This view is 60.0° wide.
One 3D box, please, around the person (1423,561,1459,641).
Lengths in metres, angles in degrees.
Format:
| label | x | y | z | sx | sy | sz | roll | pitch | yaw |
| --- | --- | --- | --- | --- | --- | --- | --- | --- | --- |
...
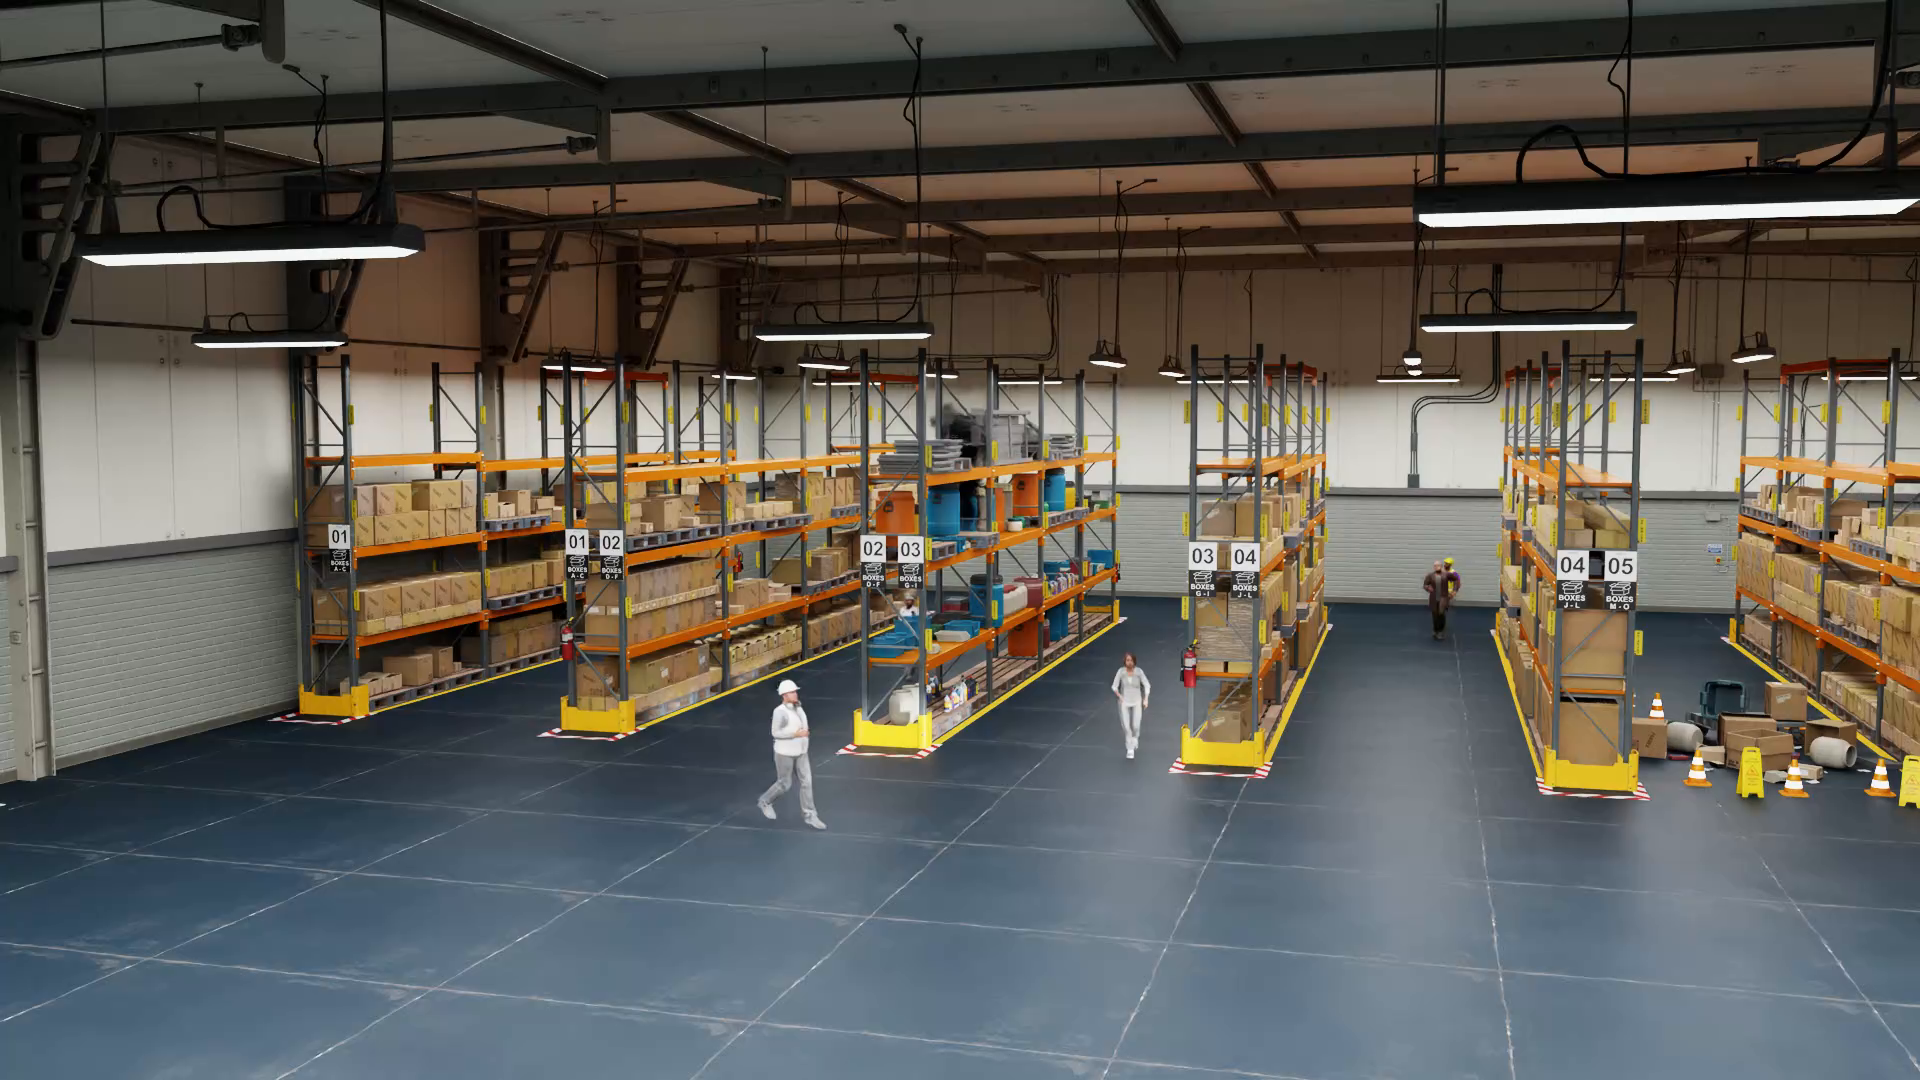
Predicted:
| label | x | y | z | sx | sy | sz | roll | pitch | yaw |
| --- | --- | --- | --- | --- | --- | --- | --- | --- | --- |
| person | 10.672 | 1.346 | 36.966 | 0.731 | 1.770 | 0.932 | 2 | 5 | 29 |

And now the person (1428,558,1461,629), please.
| label | x | y | z | sx | sy | sz | roll | pitch | yaw |
| --- | --- | --- | --- | --- | --- | --- | --- | --- | --- |
| person | 11.188 | 1.255 | 38.619 | 0.576 | 1.708 | 0.761 | -1 | 4 | -13 |

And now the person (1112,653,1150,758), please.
| label | x | y | z | sx | sy | sz | roll | pitch | yaw |
| --- | --- | --- | --- | --- | --- | --- | --- | --- | --- |
| person | 2.493 | 2.419 | 24.291 | 0.553 | 1.552 | 0.549 | 1 | 4 | 8 |

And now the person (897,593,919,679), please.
| label | x | y | z | sx | sy | sz | roll | pitch | yaw |
| --- | --- | --- | --- | --- | --- | --- | --- | --- | --- |
| person | -0.988 | 1.820 | 31.401 | 0.573 | 1.648 | 0.556 | 1 | 4 | 14 |

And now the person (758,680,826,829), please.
| label | x | y | z | sx | sy | sz | roll | pitch | yaw |
| --- | --- | --- | --- | --- | --- | --- | --- | --- | --- |
| person | -2.051 | 2.582 | 20.152 | 0.950 | 1.776 | 0.657 | 3 | 5 | 34 |
